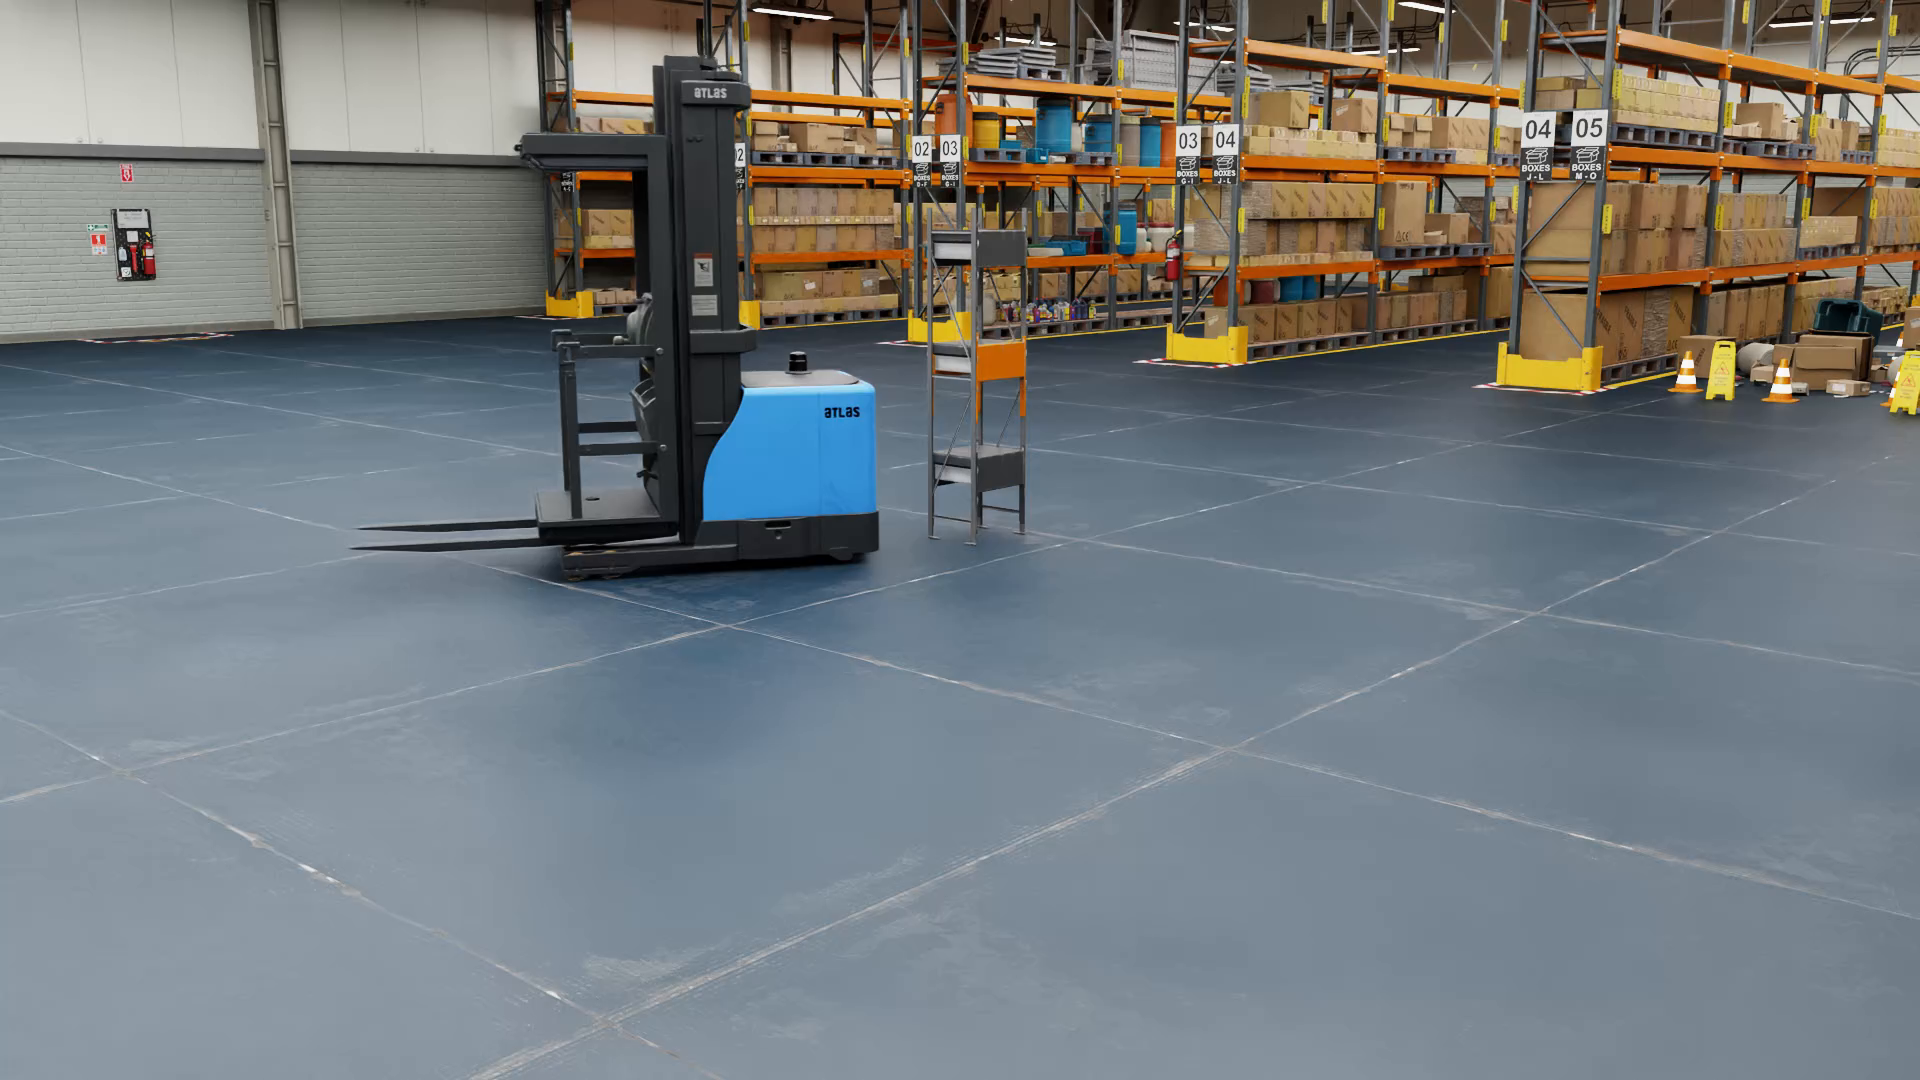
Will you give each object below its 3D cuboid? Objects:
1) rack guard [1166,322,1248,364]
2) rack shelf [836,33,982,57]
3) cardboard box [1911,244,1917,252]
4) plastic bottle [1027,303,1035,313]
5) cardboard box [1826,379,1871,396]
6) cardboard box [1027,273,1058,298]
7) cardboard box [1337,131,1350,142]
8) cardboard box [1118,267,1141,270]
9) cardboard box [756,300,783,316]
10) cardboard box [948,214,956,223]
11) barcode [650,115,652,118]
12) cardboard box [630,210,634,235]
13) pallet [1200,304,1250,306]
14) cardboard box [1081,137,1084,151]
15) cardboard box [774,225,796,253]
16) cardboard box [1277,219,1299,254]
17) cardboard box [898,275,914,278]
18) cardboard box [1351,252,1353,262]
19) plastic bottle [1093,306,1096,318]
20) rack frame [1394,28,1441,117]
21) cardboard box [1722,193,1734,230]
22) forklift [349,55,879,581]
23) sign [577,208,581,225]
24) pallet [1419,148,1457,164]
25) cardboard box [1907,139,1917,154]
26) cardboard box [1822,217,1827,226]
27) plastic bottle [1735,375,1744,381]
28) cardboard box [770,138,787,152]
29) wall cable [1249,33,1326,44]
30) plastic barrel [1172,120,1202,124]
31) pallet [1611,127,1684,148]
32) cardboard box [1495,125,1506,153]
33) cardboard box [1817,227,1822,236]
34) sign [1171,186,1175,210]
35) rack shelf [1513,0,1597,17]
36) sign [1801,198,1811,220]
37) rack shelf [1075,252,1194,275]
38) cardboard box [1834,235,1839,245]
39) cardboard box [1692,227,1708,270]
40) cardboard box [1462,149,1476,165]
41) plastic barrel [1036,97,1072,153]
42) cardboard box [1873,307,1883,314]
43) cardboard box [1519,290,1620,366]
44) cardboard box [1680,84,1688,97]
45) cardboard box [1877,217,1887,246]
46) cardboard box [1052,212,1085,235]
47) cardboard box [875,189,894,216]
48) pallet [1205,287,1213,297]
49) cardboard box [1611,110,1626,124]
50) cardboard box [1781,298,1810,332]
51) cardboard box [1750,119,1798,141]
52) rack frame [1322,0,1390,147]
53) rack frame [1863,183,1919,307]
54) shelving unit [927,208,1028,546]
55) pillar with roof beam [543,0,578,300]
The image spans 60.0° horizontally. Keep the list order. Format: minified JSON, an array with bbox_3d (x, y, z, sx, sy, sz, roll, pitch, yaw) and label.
[{"bbox_3d":[3.446,-2.756,23.236,1.175,0.500,0.348,10,15,40],"label":"rack guard"},{"bbox_3d":[-1.165,-11.582,39.078,1.077,0.370,4.000,10,15,40],"label":"rack shelf"},{"bbox_3d":[17.614,-5.461,31.037,0.380,0.149,0.250,10,15,40],"label":"cardboard box"},{"bbox_3d":[1.194,-3.909,28.456,0.152,0.276,0.135,10,15,40],"label":"plastic bottle"},{"bbox_3d":[10.187,-1.746,19.072,0.250,0.149,0.380,-4,12,-18],"label":"cardboard box"},{"bbox_3d":[1.753,-5.449,35.595,0.500,0.500,0.500,11,15,43],"label":"cardboard box"},{"bbox_3d":[5.530,-5.948,24.538,0.380,0.149,0.250,9,15,39],"label":"cardboard box"},{"bbox_3d":[4.041,-6.128,38.995,0.500,0.500,0.500,10,15,40],"label":"cardboard box"},{"bbox_3d":[-3.522,-4.160,29.829,0.500,0.250,0.500,10,15,40],"label":"cardboard box"},{"bbox_3d":[-0.290,-7.686,40.467,0.500,0.500,0.500,10,15,41],"label":"cardboard box"},{"bbox_3d":[-6.367,-8.734,34.275,0.001,0.075,0.075,10,15,40],"label":"barcode"},{"bbox_3d":[-6.546,-6.374,33.385,0.500,0.500,0.500,9,14,39],"label":"cardboard box"},{"bbox_3d":[5.445,-4.542,32.915,1.003,0.211,1.213,10,15,40],"label":"pallet"},{"bbox_3d":[2.612,-8.532,36.527,0.600,0.600,0.600,9,14,38],"label":"cardboard box"},{"bbox_3d":[-3.382,-5.446,30.066,0.700,0.500,0.500,10,15,42],"label":"cardboard box"},{"bbox_3d":[4.382,-4.400,24.070,0.875,0.500,0.500,10,15,40],"label":"cardboard box"},{"bbox_3d":[-1.012,-5.147,33.341,0.500,0.311,0.500,10,15,42],"label":"cardboard box"},{"bbox_3d":[5.733,-4.302,25.234,0.380,0.149,0.250,10,15,40],"label":"cardboard box"},{"bbox_3d":[2.310,-3.950,28.849,0.097,0.201,0.097,0,11,0],"label":"plastic bottle"},{"bbox_3d":[10.237,-9.907,37.339,1.000,3.000,0.127,10,15,40],"label":"rack frame"},{"bbox_3d":[10.357,-4.593,23.238,0.700,0.500,0.500,9,15,39],"label":"cardboard box"},{"bbox_3d":[-2.065,-1.316,9.818,3.031,2.935,1.130,-3,12,-15],"label":"forklift"},{"bbox_3d":[-7.359,-6.247,32.118,0.100,0.325,0.005,10,15,40],"label":"sign"},{"bbox_3d":[7.206,-6.168,26.758,1.213,0.211,1.003,10,15,40],"label":"pallet"},{"bbox_3d":[16.827,-7.060,29.850,0.500,0.250,0.500,10,15,41],"label":"cardboard box"},{"bbox_3d":[13.653,-5.103,26.652,0.380,0.149,0.250,10,15,42],"label":"cardboard box"},{"bbox_3d":[9.576,-2.014,20.636,0.283,0.061,0.133,4,12,21],"label":"plastic bottle"},{"bbox_3d":[-3.481,-7.128,30.035,0.500,0.250,0.500,10,15,40],"label":"cardboard box"},{"bbox_3d":[8.829,-12.578,45.746,3.097,2.526,0.112,10,15,40],"label":"wall cable"},{"bbox_3d":[4.251,-7.412,31.227,0.600,0.901,0.600,0,11,0],"label":"plastic barrel"},{"bbox_3d":[8.342,-5.033,20.821,1.003,0.211,1.213,10,15,40],"label":"pallet"},{"bbox_3d":[9.025,-6.975,28.979,0.797,0.503,0.637,11,16,44],"label":"cardboard box"},{"bbox_3d":[13.488,-4.919,26.492,0.380,0.149,0.250,10,15,40],"label":"cardboard box"},{"bbox_3d":[2.992,-4.769,23.165,0.100,0.325,0.005,10,15,40],"label":"sign"},{"bbox_3d":[9.997,-9.661,29.458,1.077,0.370,4.000,10,15,40],"label":"rack shelf"},{"bbox_3d":[12.755,-4.988,25.072,0.100,0.325,0.005,10,15,40],"label":"sign"},{"bbox_3d":[3.636,-5.141,30.631,1.077,0.370,4.000,10,15,40],"label":"rack shelf"},{"bbox_3d":[14.181,-4.926,27.285,0.380,0.149,0.250,9,14,38],"label":"cardboard box"},{"bbox_3d":[9.461,-3.921,22.302,0.875,0.550,0.550,10,15,40],"label":"cardboard box"},{"bbox_3d":[8.230,-6.369,27.665,0.500,0.250,0.500,10,15,40],"label":"cardboard box"},{"bbox_3d":[1.578,-6.990,28.040,0.600,0.901,0.708,10,15,40],"label":"plastic barrel"},{"bbox_3d":[16.284,-4.097,29.770,0.380,0.149,0.250,9,15,39],"label":"cardboard box"},{"bbox_3d":[7.453,-2.587,20.359,0.875,0.875,0.875,10,15,41],"label":"cardboard box"},{"bbox_3d":[8.860,-5.617,20.793,0.380,0.149,0.250,10,15,40],"label":"cardboard box"},{"bbox_3d":[15.814,-5.389,29.021,0.500,0.500,0.500,10,15,40],"label":"cardboard box"},{"bbox_3d":[2.316,-6.901,36.279,0.500,0.500,0.700,-9,14,-37],"label":"cardboard box"},{"bbox_3d":[-1.691,-6.460,31.829,0.700,0.500,0.500,10,15,41],"label":"cardboard box"},{"bbox_3d":[5.943,-6.110,40.765,1.003,0.211,1.213,10,15,40],"label":"pallet"},{"bbox_3d":[7.522,-4.927,19.375,0.380,0.149,0.250,10,15,41],"label":"cardboard box"},{"bbox_3d":[12.994,-3.543,26.102,0.500,0.500,0.500,9,14,38],"label":"cardboard box"},{"bbox_3d":[11.871,-5.982,24.243,0.500,0.311,0.500,10,15,40],"label":"cardboard box"},{"bbox_3d":[6.036,-7.501,25.294,1.000,3.000,0.127,10,15,40],"label":"rack frame"},{"bbox_3d":[17.617,-5.669,31.436,1.000,3.000,0.127,10,15,40],"label":"rack frame"},{"bbox_3d":[0.109,-1.054,10.627,0.431,2.100,0.503,10,15,40],"label":"shelving unit"},{"bbox_3d":[-4.720,-8.492,30.255,9.100,9.000,0.548,10,15,40],"label":"pillar with roof beam"}]
